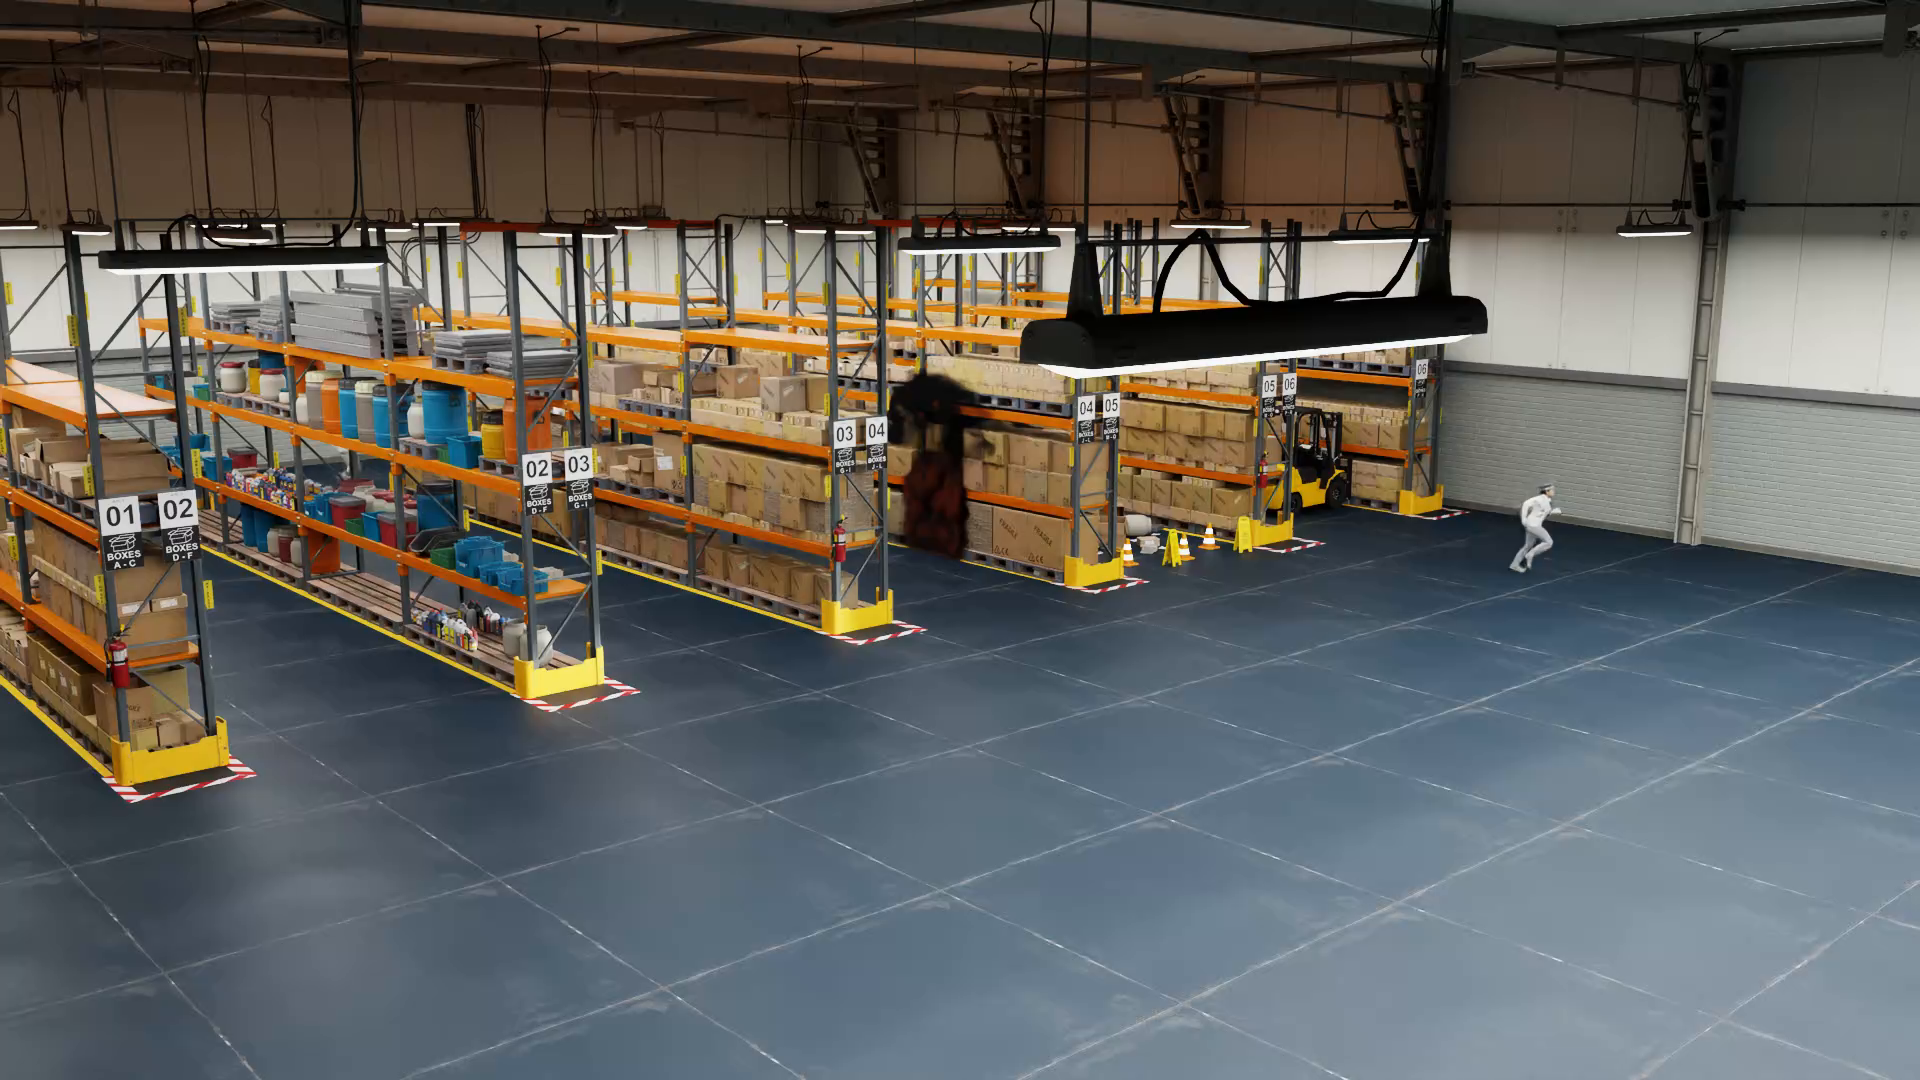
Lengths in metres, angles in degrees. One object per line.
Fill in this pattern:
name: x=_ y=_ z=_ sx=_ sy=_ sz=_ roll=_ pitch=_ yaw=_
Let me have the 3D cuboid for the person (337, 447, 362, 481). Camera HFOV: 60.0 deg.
person: x=-13.776 y=-1.993 z=37.351 sx=0.551 sy=1.742 sz=0.648 roll=-10 pitch=15 yaw=-42

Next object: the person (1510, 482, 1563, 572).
person: x=9.999 y=-0.224 z=28.830 sx=0.805 sy=1.609 sz=0.599 roll=5 pitch=12 yaw=22

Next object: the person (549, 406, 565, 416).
person: x=-9.901 y=-2.615 z=40.498 sx=0.740 sy=1.757 sz=0.845 roll=0 pitch=11 yaw=-1

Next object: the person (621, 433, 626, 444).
person: x=-7.079 y=-1.426 z=34.528 sx=0.578 sy=1.740 sz=0.715 roll=10 pitch=15 yaw=42
